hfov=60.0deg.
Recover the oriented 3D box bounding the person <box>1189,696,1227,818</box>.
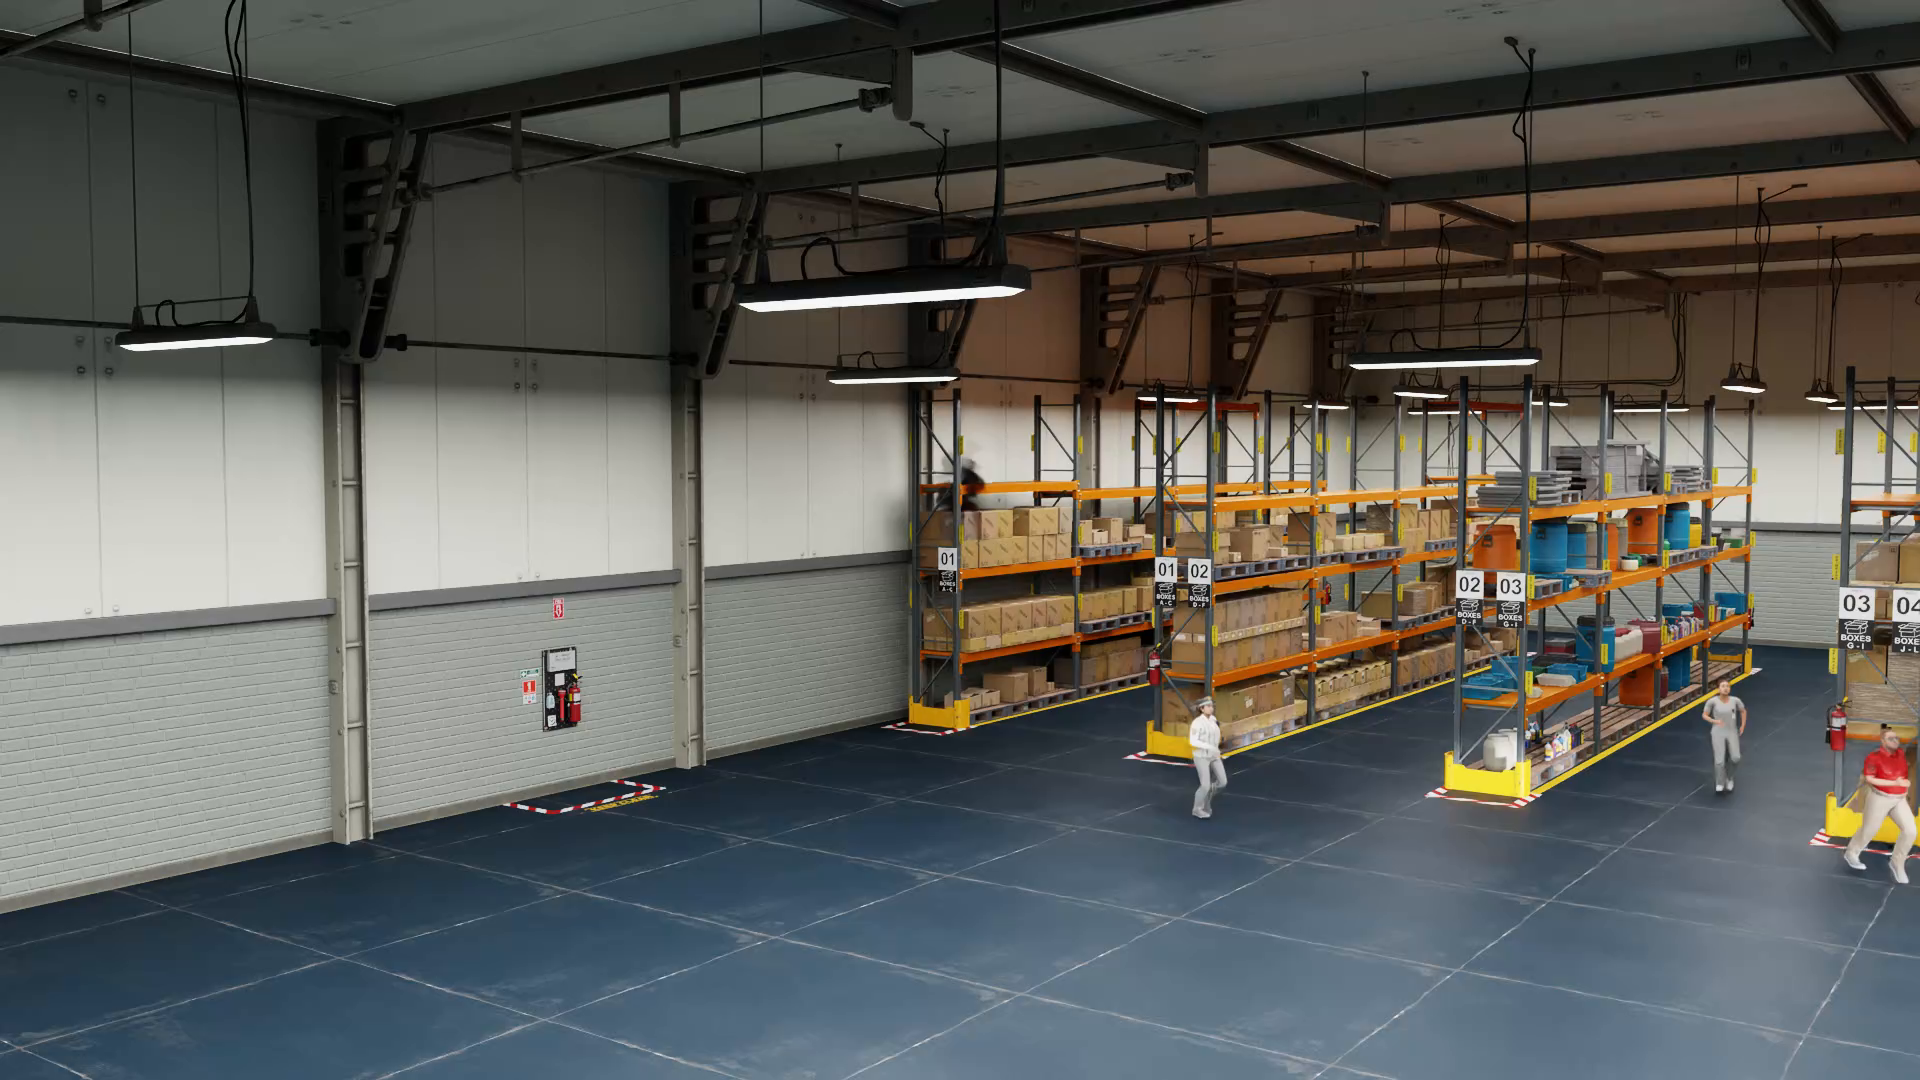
[{"bbox_3d":[3.343,2.900,22.200,0.585,1.654,0.565,-2,4,-36],"label":"person"}]

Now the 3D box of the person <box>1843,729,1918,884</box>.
[{"bbox_3d":[10.701,3.058,19.208,0.672,1.779,0.895,-1,3,-9],"label":"person"}]

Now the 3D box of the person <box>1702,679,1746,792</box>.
[{"bbox_3d":[10.968,2.810,23.838,0.616,1.641,0.565,1,3,14],"label":"person"}]
